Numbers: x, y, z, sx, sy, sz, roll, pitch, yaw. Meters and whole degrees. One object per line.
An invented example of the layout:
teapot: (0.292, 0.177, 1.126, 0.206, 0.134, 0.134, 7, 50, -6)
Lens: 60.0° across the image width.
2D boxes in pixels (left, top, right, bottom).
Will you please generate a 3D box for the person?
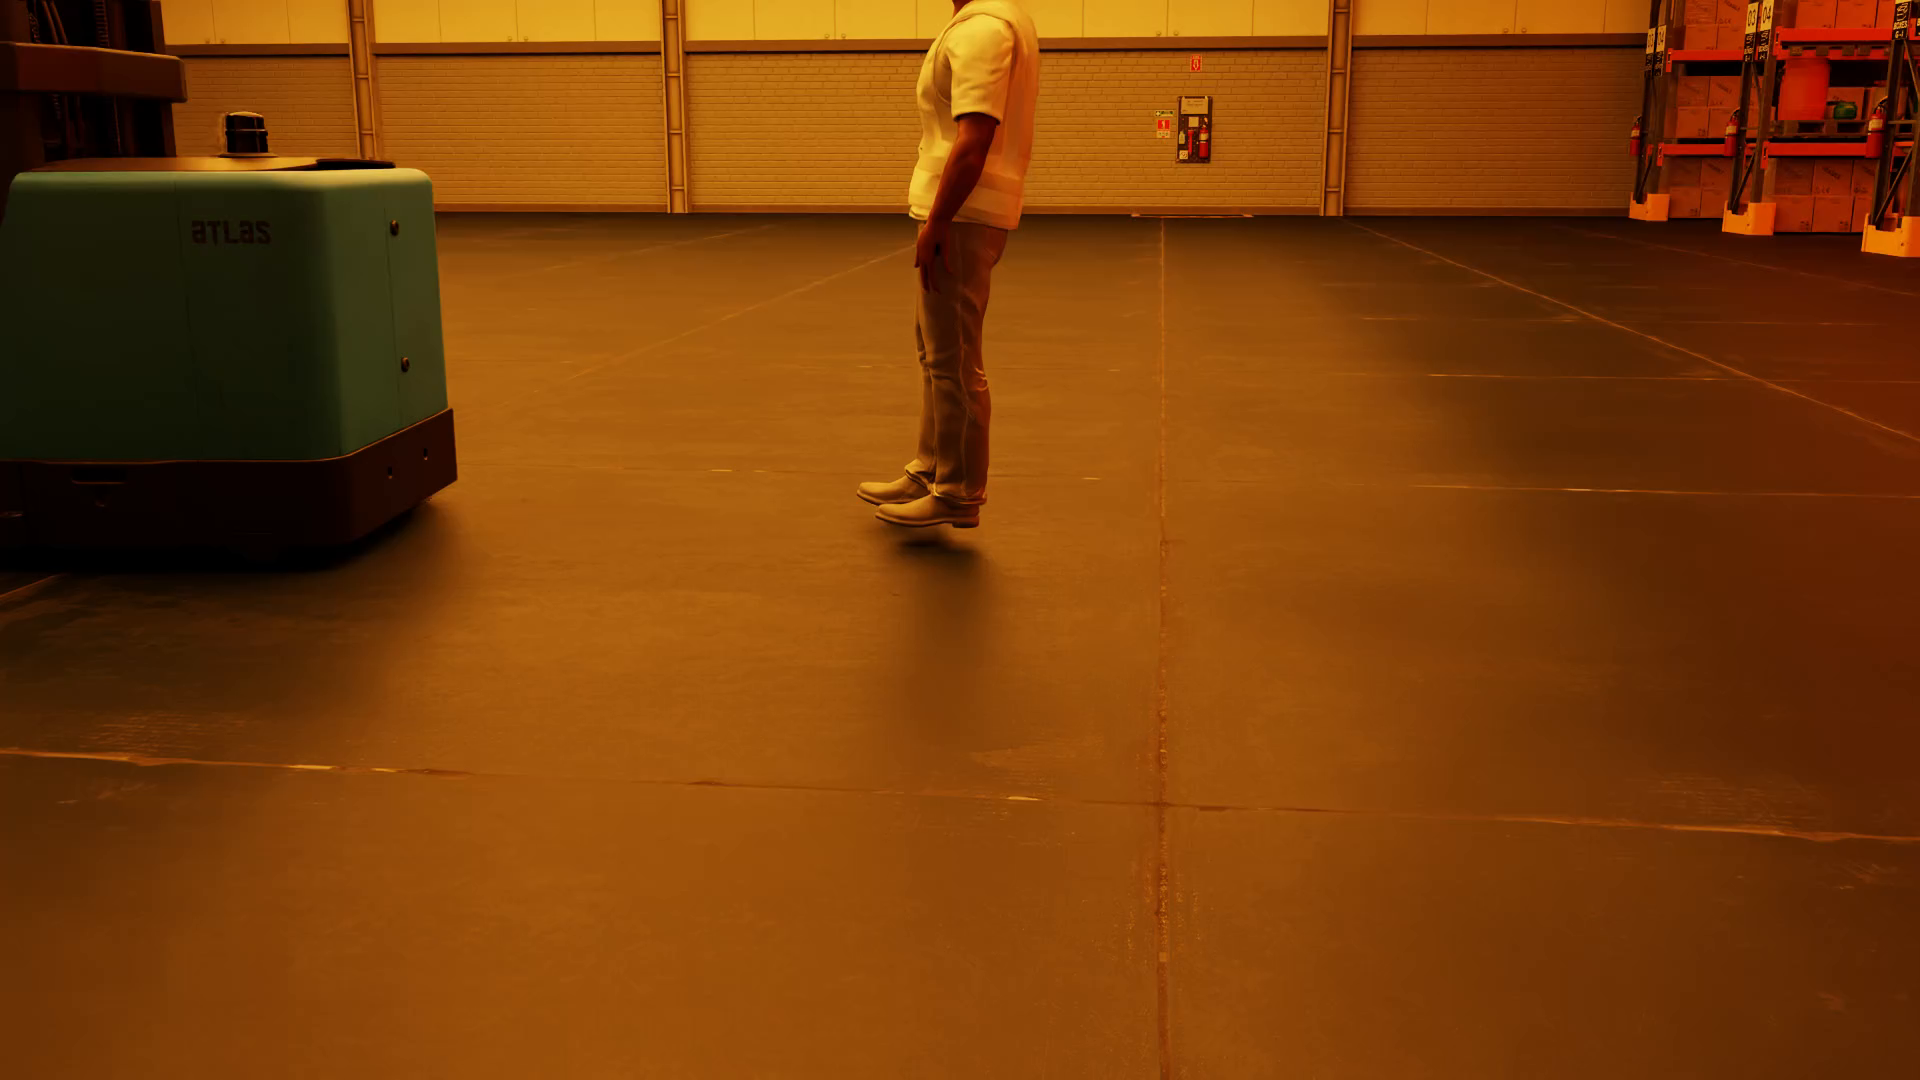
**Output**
person: (-0.069, -0.909, 4.748, 0.575, 1.767, 0.665, 2, 13, 7)

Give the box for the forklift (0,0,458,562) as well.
forklift: (-3.180, -1.465, 4.775, 3.031, 2.935, 1.130, 0, 13, 2)
